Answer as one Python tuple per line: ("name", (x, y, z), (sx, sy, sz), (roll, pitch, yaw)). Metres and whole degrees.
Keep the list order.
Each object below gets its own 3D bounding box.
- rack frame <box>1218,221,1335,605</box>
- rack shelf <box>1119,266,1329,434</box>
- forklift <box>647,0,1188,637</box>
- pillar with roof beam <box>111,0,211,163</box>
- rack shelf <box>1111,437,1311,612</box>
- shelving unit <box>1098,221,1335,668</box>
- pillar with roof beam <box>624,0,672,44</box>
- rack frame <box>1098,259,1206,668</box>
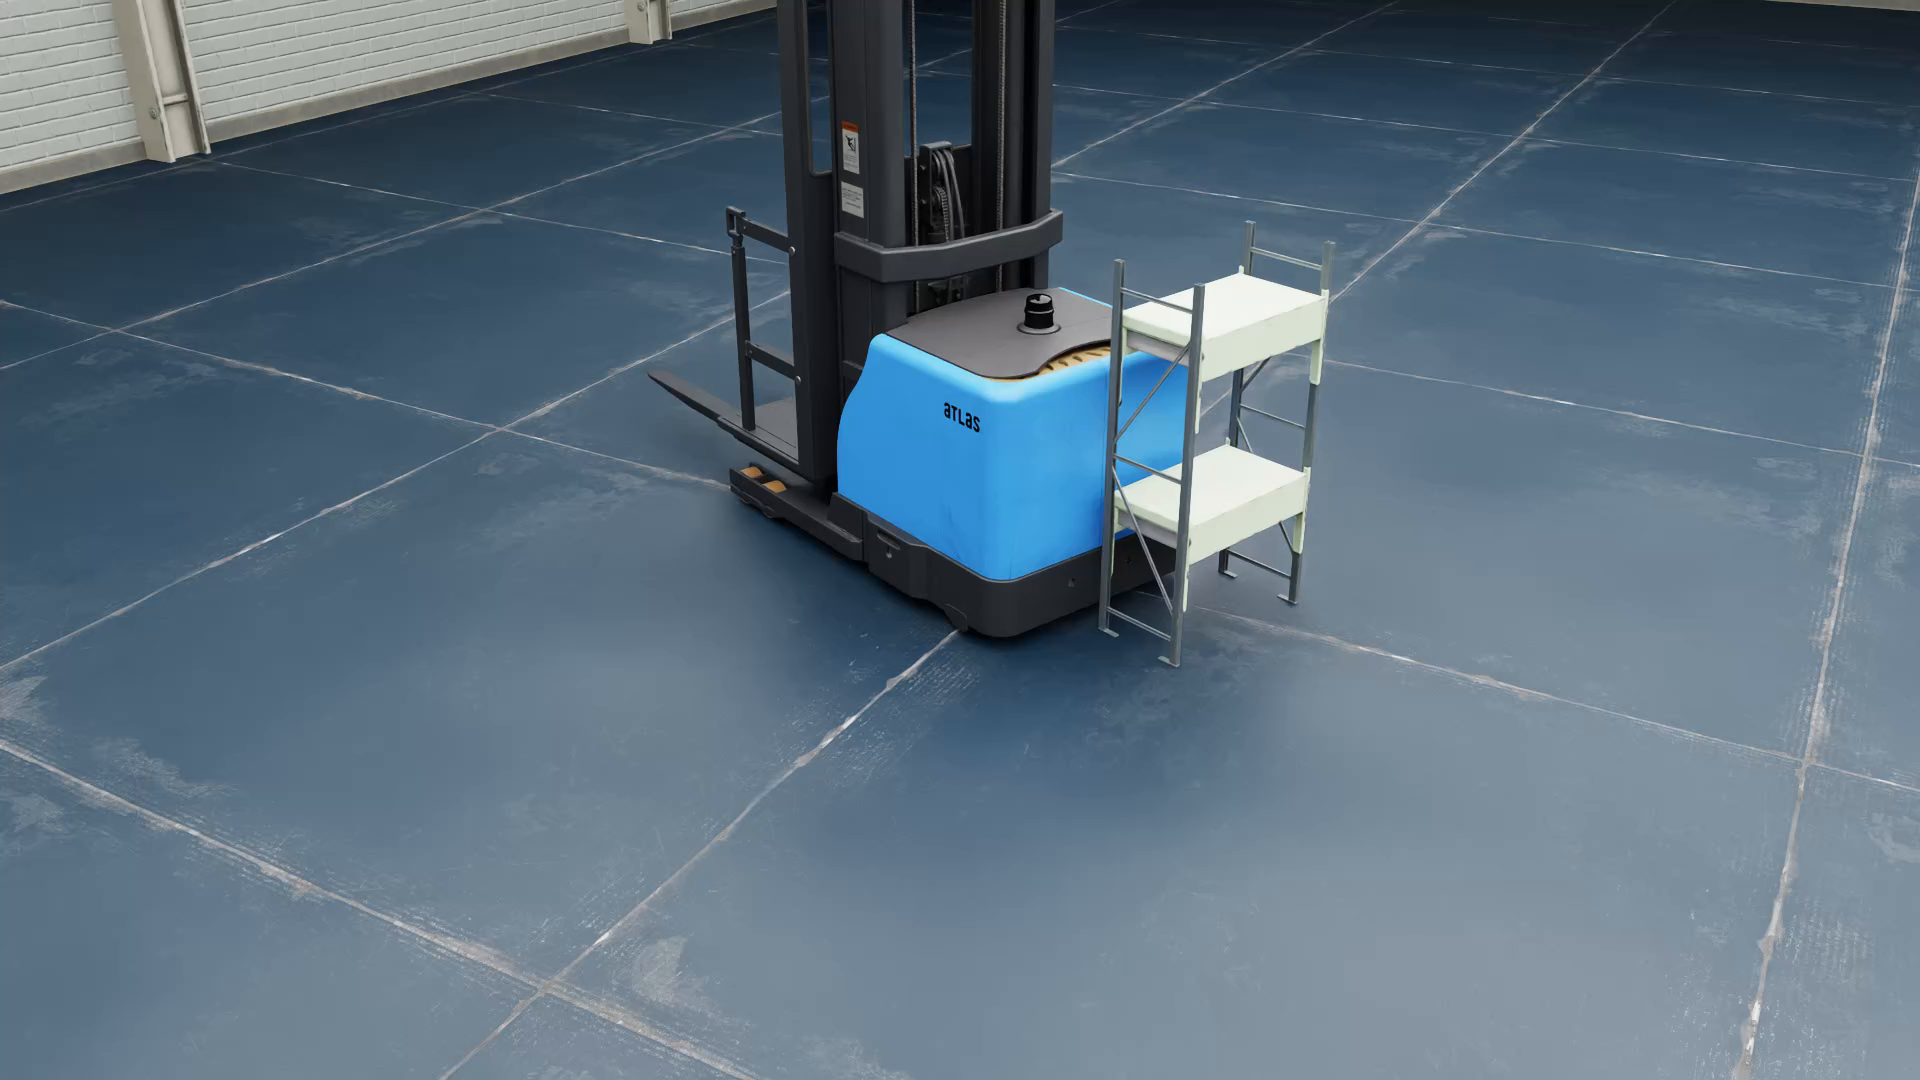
("rack frame", (1.227, -0.477, 6.526), (0.023, 1.500, 0.400), (-22, 34, -37))
("rack shelf", (0.957, -0.715, 6.130), (0.720, 0.370, 0.431), (-22, 34, -37))
("forklift", (-0.391, -1.531, 7.034), (1.130, 2.935, 3.031), (-20, 33, -34))
("pillar with roof beam", (-2.586, -6.194, 9.570), (9.100, 9.000, 0.400), (14, 30, 26))
("rack shelf", (0.957, -0.074, 6.451), (0.720, 0.370, 0.431), (-22, 34, -37))
("shelving unit", (0.957, -0.366, 6.305), (0.755, 1.500, 0.431), (-22, 34, -37))
("pillar with roof beam", (0.365, -8.532, 14.242), (9.100, 9.000, 0.400), (14, 30, 26))
("rack frame", (0.688, -0.255, 6.084), (0.023, 1.500, 0.400), (-22, 34, -37))
